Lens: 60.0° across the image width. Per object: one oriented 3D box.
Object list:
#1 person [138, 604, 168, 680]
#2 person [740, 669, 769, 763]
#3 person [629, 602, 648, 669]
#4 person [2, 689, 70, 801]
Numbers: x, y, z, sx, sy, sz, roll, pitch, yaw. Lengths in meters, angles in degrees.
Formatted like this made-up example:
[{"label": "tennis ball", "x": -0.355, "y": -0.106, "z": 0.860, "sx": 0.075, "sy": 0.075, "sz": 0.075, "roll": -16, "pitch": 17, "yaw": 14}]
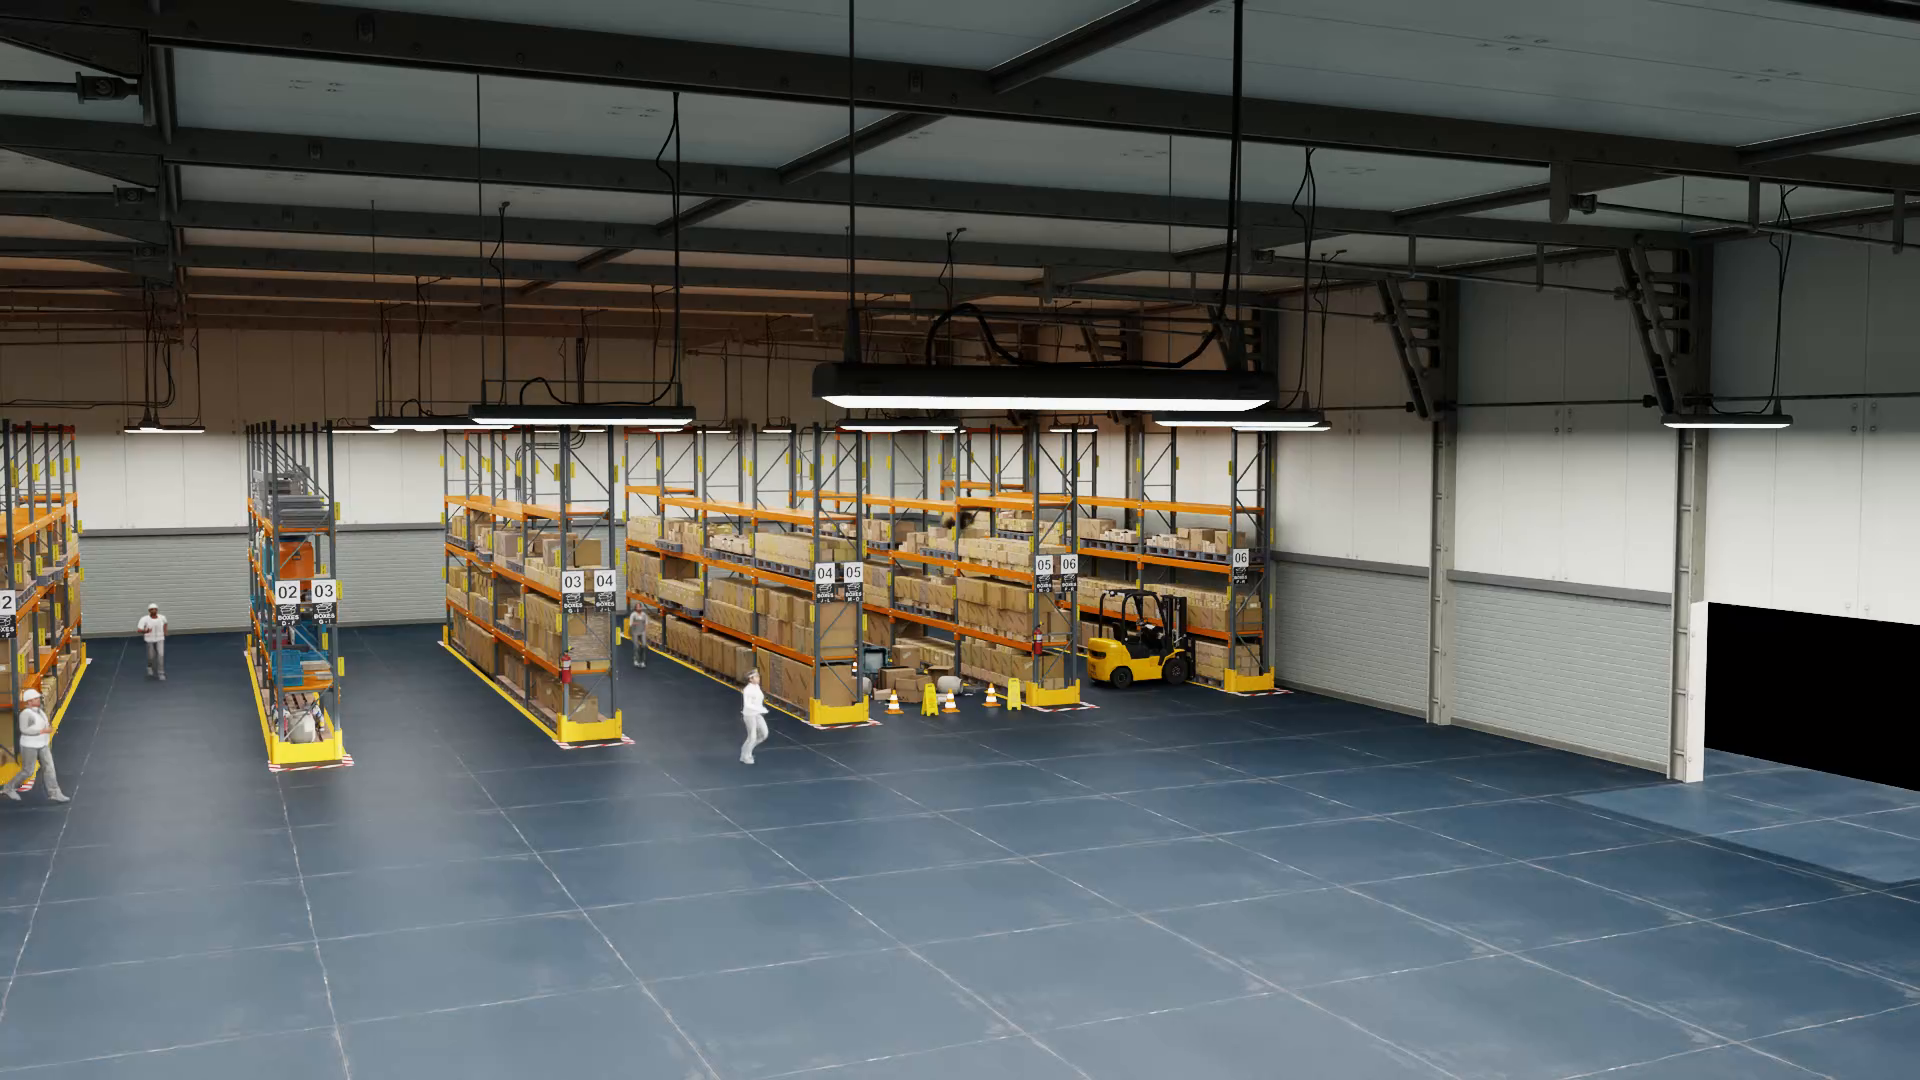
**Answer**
[{"label": "person", "x": -18.907, "y": 2.374, "z": 39.015, "sx": 0.695, "sy": 1.771, "sz": 0.962, "roll": -3, "pitch": 5, "yaw": -39}, {"label": "person", "x": -3.576, "y": 3.068, "z": 29.102, "sx": 0.575, "sy": 1.657, "sz": 0.644, "roll": 1, "pitch": 4, "yaw": 18}, {"label": "person", "x": -7.916, "y": 2.360, "z": 41.025, "sx": 0.514, "sy": 1.639, "sz": 0.667, "roll": -1, "pitch": 4, "yaw": -22}, {"label": "person", "x": -14.357, "y": 3.196, "z": 25.789, "sx": 0.975, "sy": 1.774, "sz": 0.669, "roll": 0, "pitch": 4, "yaw": 1}]
